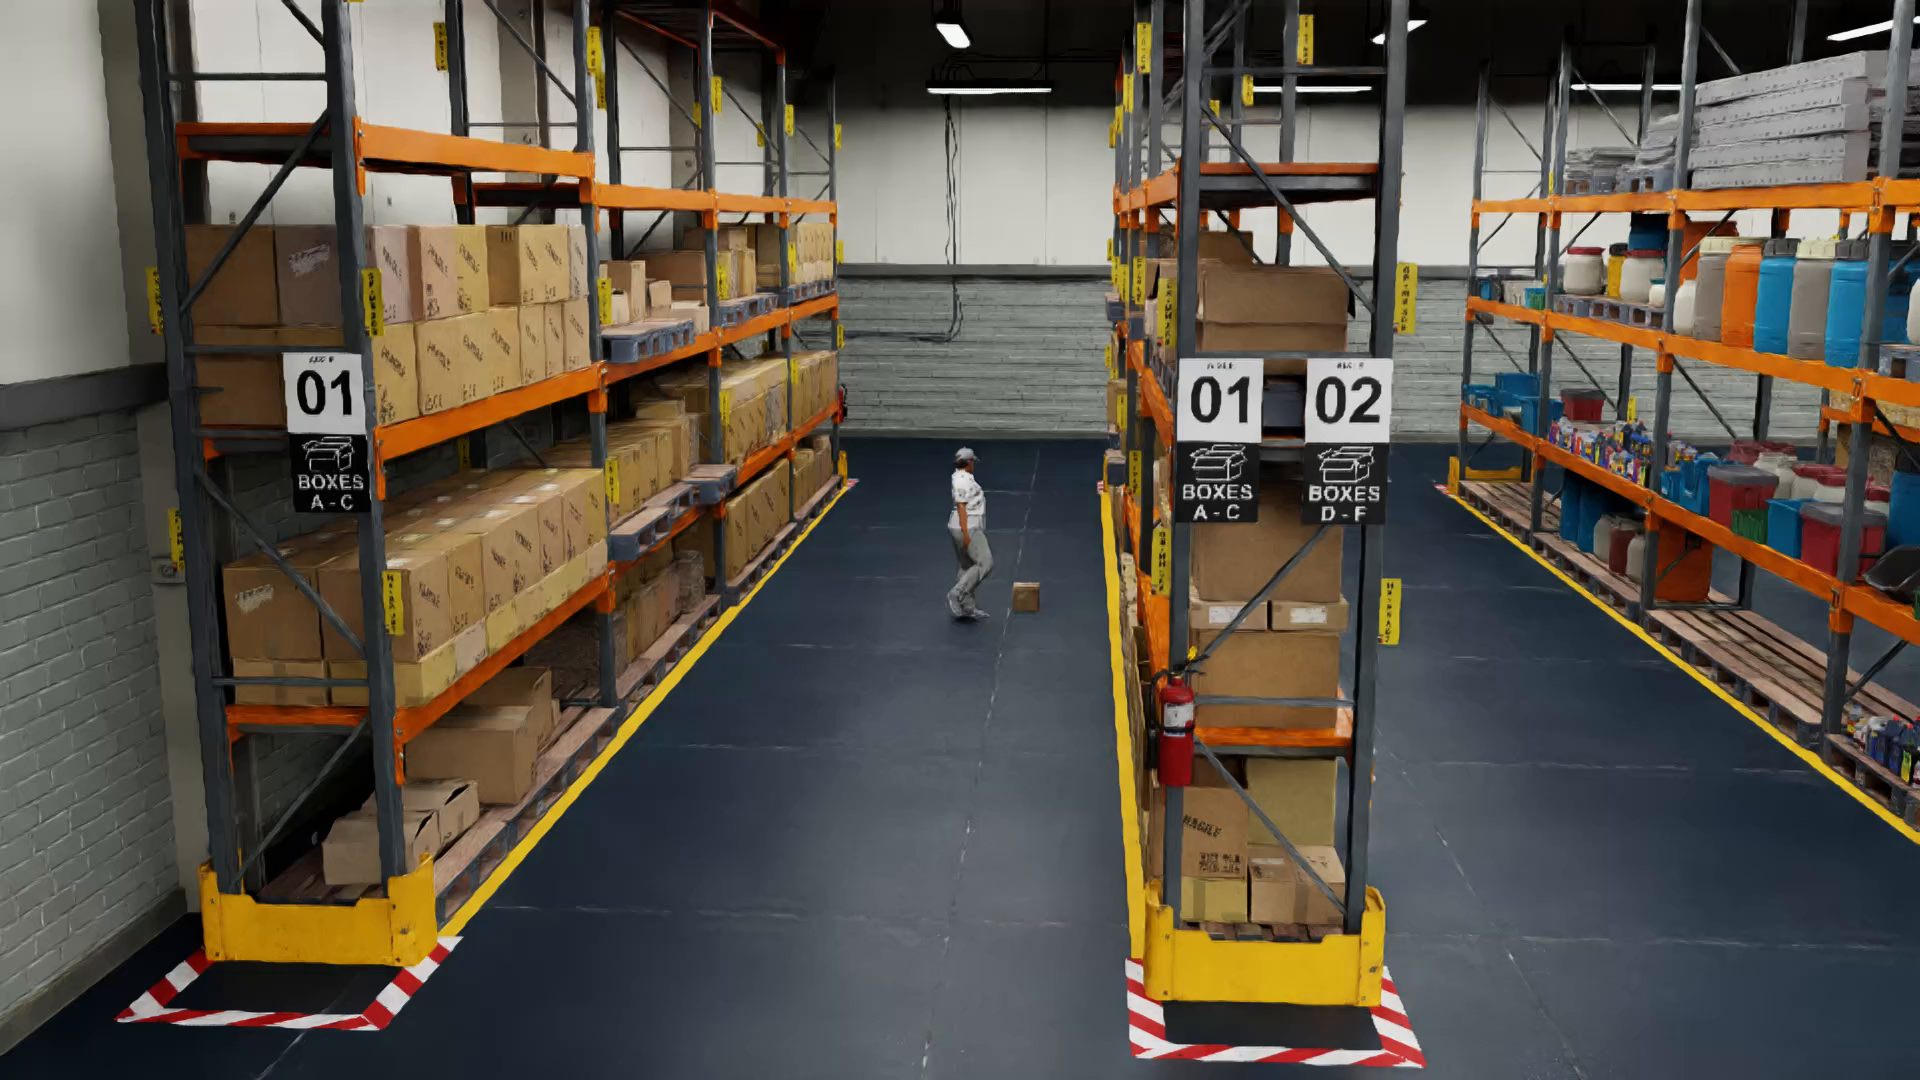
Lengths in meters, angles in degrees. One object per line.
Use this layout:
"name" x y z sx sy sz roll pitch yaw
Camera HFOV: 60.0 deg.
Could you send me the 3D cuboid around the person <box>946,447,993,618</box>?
"person" 0.083 -0.065 16.246 0.452 1.665 0.609 -1 11 -4
